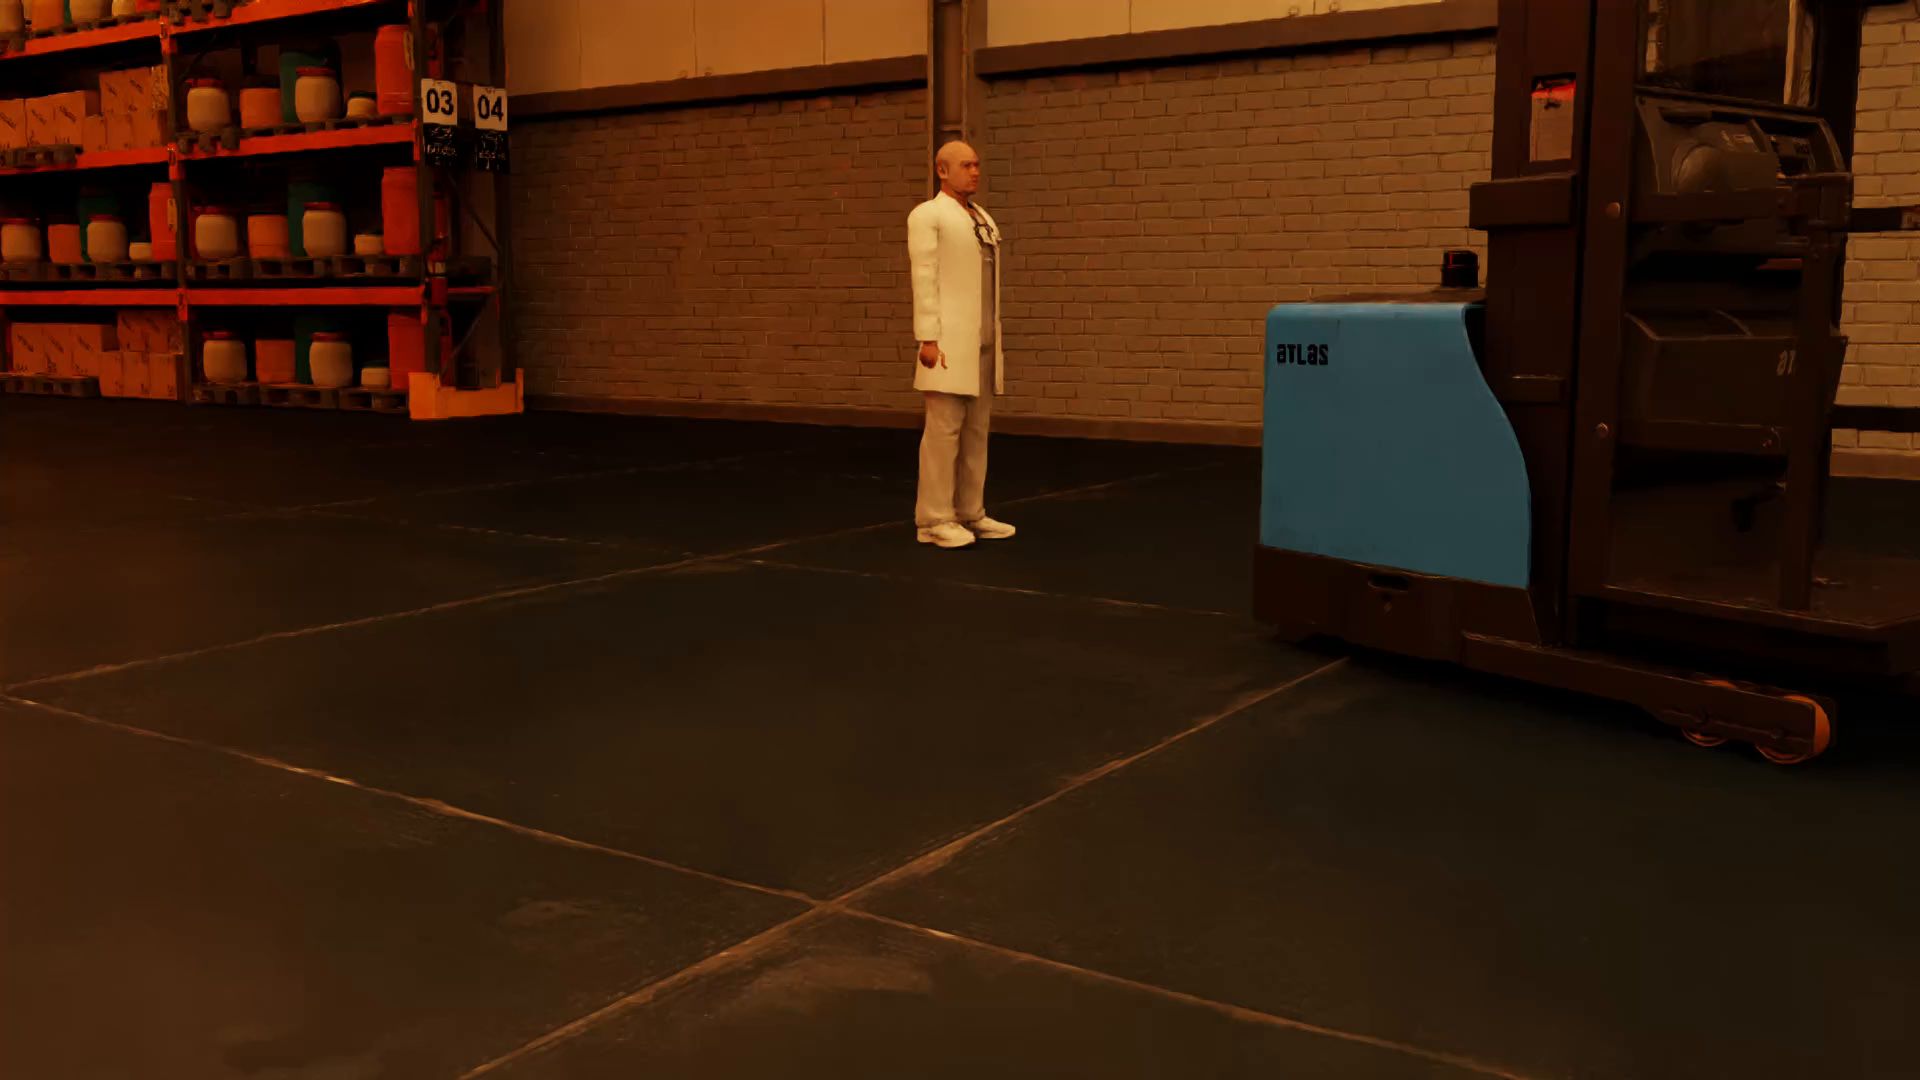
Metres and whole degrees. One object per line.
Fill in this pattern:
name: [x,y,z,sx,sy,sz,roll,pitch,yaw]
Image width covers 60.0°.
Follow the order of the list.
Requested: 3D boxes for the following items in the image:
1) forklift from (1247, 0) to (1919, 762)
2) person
forklift: [2.186,-1.004,4.253,1.130,2.935,3.031,-6,10,-35]
person: [0.023,-0.881,7.465,0.376,1.783,0.557,5,10,34]
